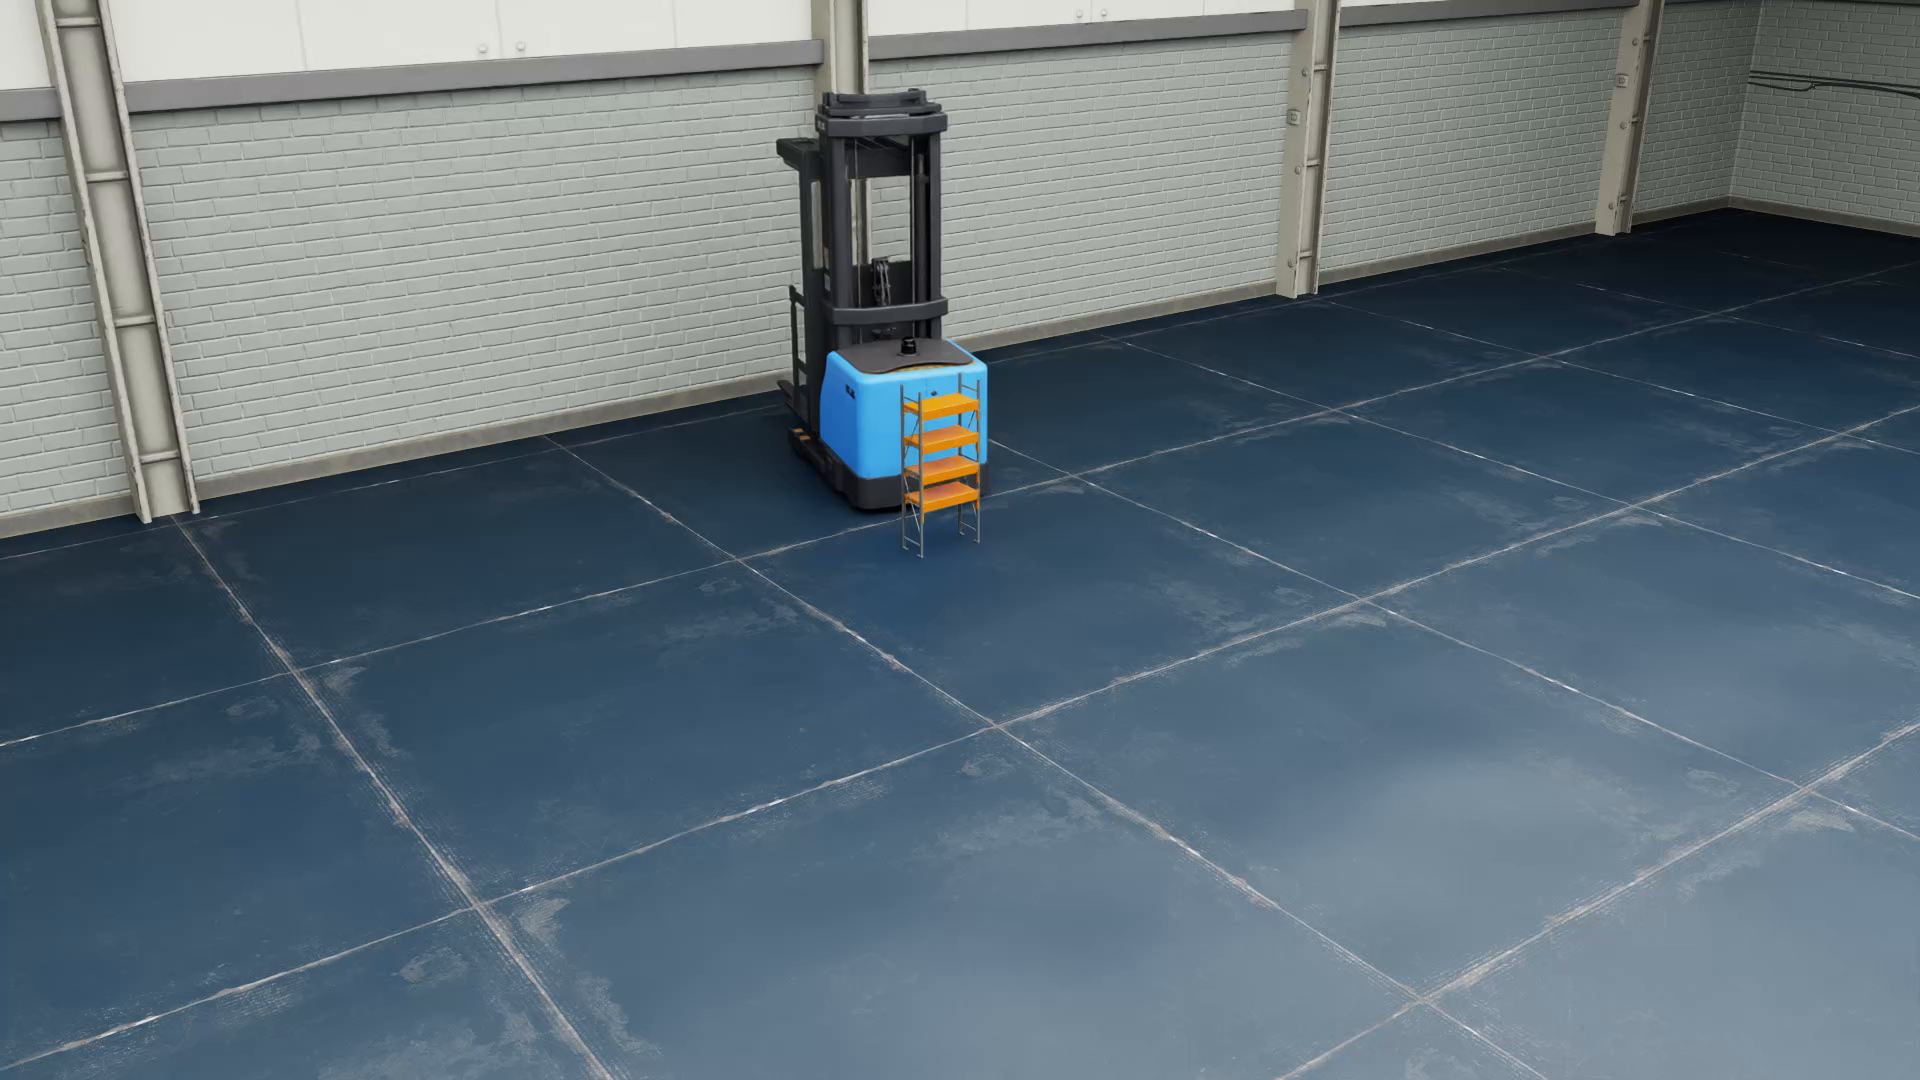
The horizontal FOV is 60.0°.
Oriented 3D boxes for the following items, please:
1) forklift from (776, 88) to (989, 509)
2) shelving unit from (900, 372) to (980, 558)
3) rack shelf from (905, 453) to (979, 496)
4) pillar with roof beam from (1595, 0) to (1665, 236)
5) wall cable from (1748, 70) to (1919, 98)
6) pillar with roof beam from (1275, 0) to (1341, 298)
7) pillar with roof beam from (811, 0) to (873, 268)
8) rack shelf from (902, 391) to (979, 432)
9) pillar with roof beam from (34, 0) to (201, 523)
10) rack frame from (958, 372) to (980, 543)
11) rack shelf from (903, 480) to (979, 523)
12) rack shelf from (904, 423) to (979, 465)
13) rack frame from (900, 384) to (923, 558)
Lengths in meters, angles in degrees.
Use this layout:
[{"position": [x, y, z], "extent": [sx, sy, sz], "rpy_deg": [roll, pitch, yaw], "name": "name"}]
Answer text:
[{"position": [-0.782, -2.102, 13.210], "extent": [1.130, 2.935, 3.031], "rpy_deg": [-8, 23, -19], "name": "forklift"}, {"position": [-0.134, -0.521, 11.584], "extent": [0.503, 1.200, 0.258], "rpy_deg": [-15, 26, -33], "name": "shelving unit"}, {"position": [-0.134, -0.459, 11.609], "extent": [0.480, 0.148, 0.258], "rpy_deg": [-15, 26, -33], "name": "rack shelf"}, {"position": [11.207, -6.991, 17.273], "extent": [0.400, 9.000, 9.100], "rpy_deg": [-15, 26, -33], "name": "pillar with roof beam"}, {"position": [11.856, -7.083, 21.695], "extent": [0.112, 2.526, 3.097], "rpy_deg": [-15, 26, -33], "name": "wall cable"}, {"position": [6.336, -5.692, 14.018], "extent": [0.400, 9.000, 9.100], "rpy_deg": [-15, 26, -33], "name": "pillar with roof beam"}, {"position": [1.466, -4.393, 10.764], "extent": [0.400, 9.000, 9.100], "rpy_deg": [-15, 26, -33], "name": "pillar with roof beam"}, {"position": [-0.134, -0.886, 11.439], "extent": [0.480, 0.148, 0.258], "rpy_deg": [-15, 26, -33], "name": "rack shelf"}, {"position": [-3.405, -3.094, 7.509], "extent": [0.400, 9.000, 9.100], "rpy_deg": [-15, 26, -33], "name": "pillar with roof beam"}, {"position": [0.064, -0.574, 11.717], "extent": [0.015, 1.200, 0.240], "rpy_deg": [-15, 26, -33], "name": "rack frame"}, {"position": [-0.134, -0.275, 11.683], "extent": [0.480, 0.148, 0.258], "rpy_deg": [-15, 26, -33], "name": "rack shelf"}, {"position": [-0.134, -0.667, 11.526], "extent": [0.480, 0.148, 0.258], "rpy_deg": [-15, 26, -33], "name": "rack shelf"}, {"position": [-0.332, -0.469, 11.452], "extent": [0.015, 1.200, 0.240], "rpy_deg": [-15, 26, -33], "name": "rack frame"}]
